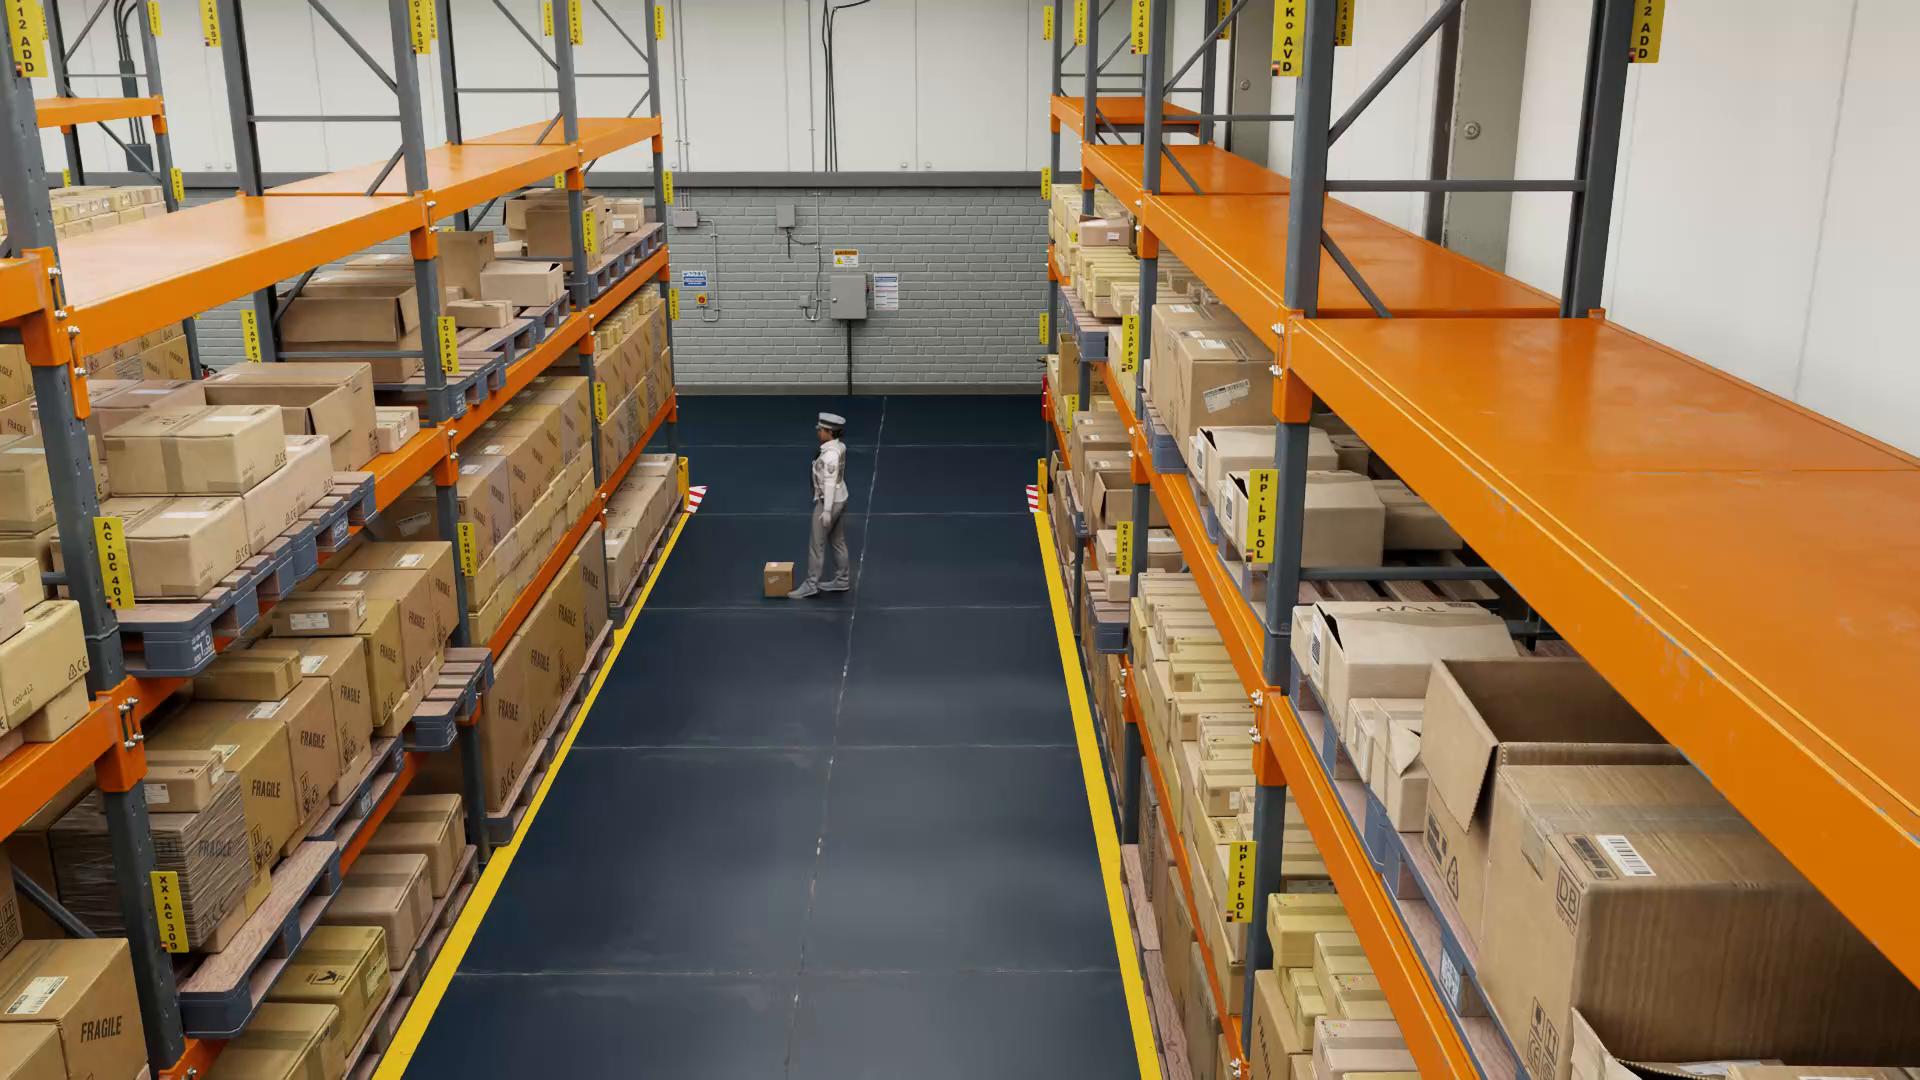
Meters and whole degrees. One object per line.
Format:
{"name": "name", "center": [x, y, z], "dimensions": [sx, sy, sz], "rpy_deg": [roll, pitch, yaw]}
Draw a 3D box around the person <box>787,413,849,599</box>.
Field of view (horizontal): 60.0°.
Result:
{"name": "person", "center": [-1.293, -0.318, 15.049], "dimensions": [0.540, 1.689, 0.406], "rpy_deg": [2, 17, 7]}
